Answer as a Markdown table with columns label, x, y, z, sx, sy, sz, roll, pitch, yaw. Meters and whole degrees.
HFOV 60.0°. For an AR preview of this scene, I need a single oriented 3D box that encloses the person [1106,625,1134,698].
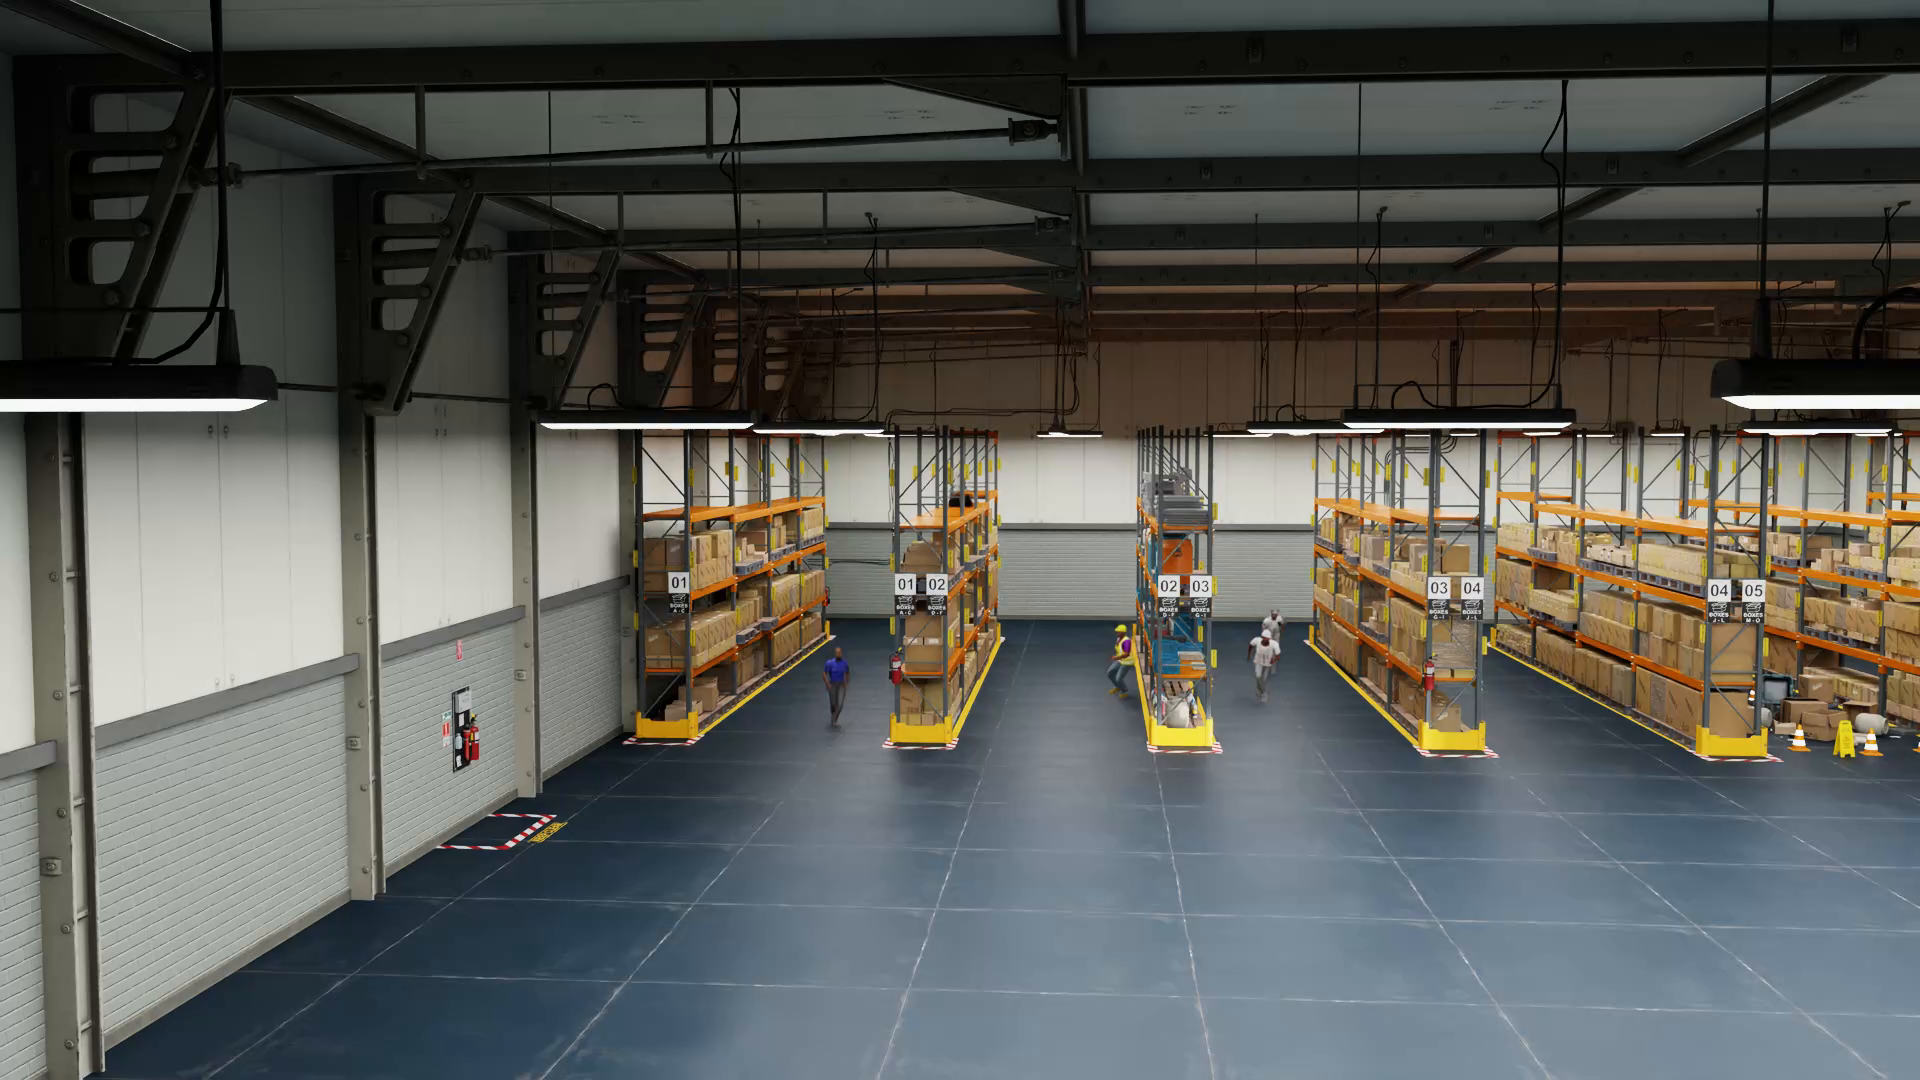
| label | x | y | z | sx | sy | sz | roll | pitch | yaw |
| --- | --- | --- | --- | --- | --- | --- | --- | --- | --- |
| person | 3.514 | 2.695 | 36.758 | 0.650 | 1.672 | 0.901 | -2 | 4 | -25 |

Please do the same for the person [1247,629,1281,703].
| label | x | y | z | sx | sy | sz | roll | pitch | yaw |
| --- | --- | --- | --- | --- | --- | --- | --- | --- | --- |
| person | 6.652 | 2.712 | 36.458 | 0.715 | 1.595 | 1.077 | 0 | 3 | 5 |

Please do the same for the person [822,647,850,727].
| label | x | y | z | sx | sy | sz | roll | pitch | yaw |
| --- | --- | --- | --- | --- | --- | --- | --- | --- | --- |
| person | -2.483 | 2.931 | 33.323 | 0.573 | 1.596 | 0.529 | -1 | 4 | -17 |

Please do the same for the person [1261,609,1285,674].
| label | x | y | z | sx | sy | sz | roll | pitch | yaw |
| --- | --- | --- | --- | --- | --- | --- | --- | --- | --- |
| person | 7.711 | 2.473 | 41.162 | 0.601 | 1.634 | 0.959 | -1 | 3 | -8 |
